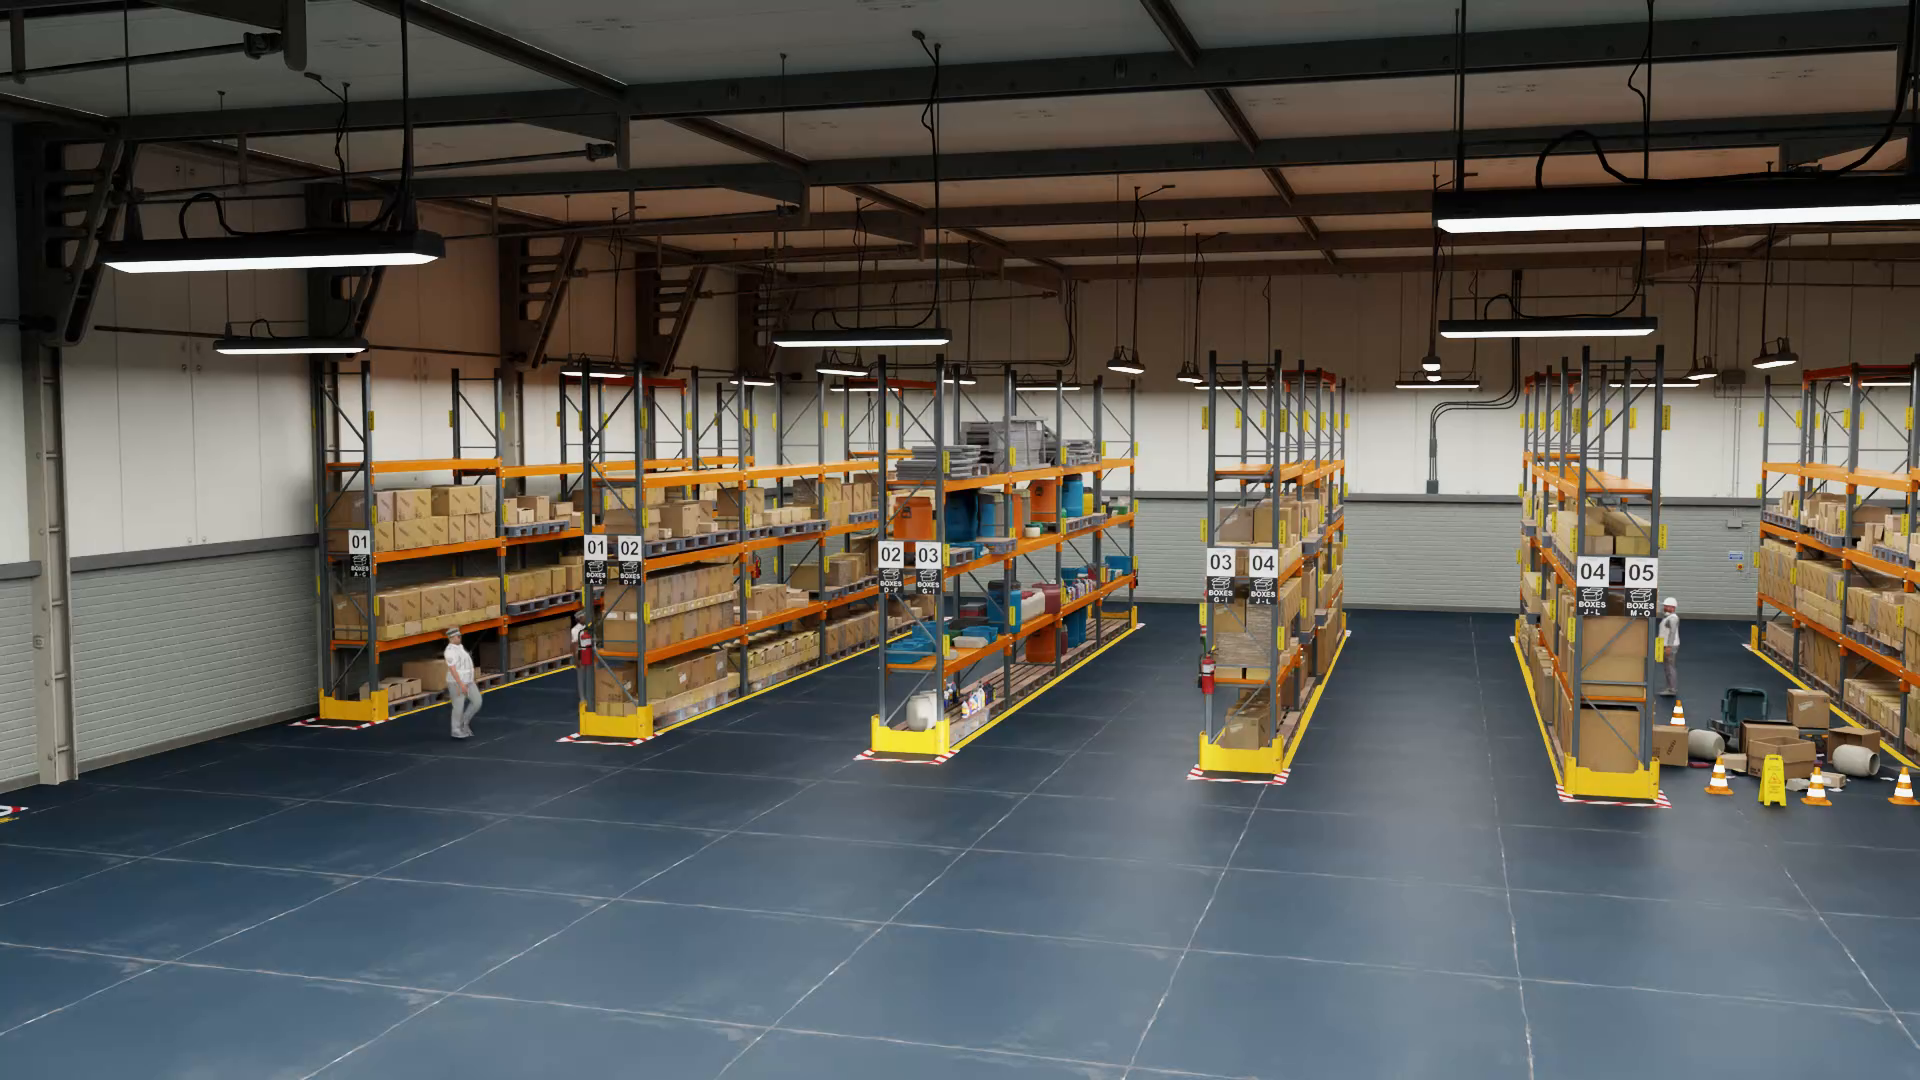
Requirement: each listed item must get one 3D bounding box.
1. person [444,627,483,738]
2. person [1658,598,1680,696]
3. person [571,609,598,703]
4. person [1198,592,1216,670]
[{"bbox_3d":[-7.856,2.245,26.132,0.501,1.775,0.546,2,5,26],"label":"person"},{"bbox_3d":[12.961,1.944,30.403,0.370,1.775,0.580,2,5,29],"label":"person"},{"bbox_3d":[-6.639,2.094,29.457,0.481,1.753,0.424,-2,4,-23],"label":"person"},{"bbox_3d":[4.744,1.840,31.679,0.354,1.792,0.584,0,4,0],"label":"person"}]
